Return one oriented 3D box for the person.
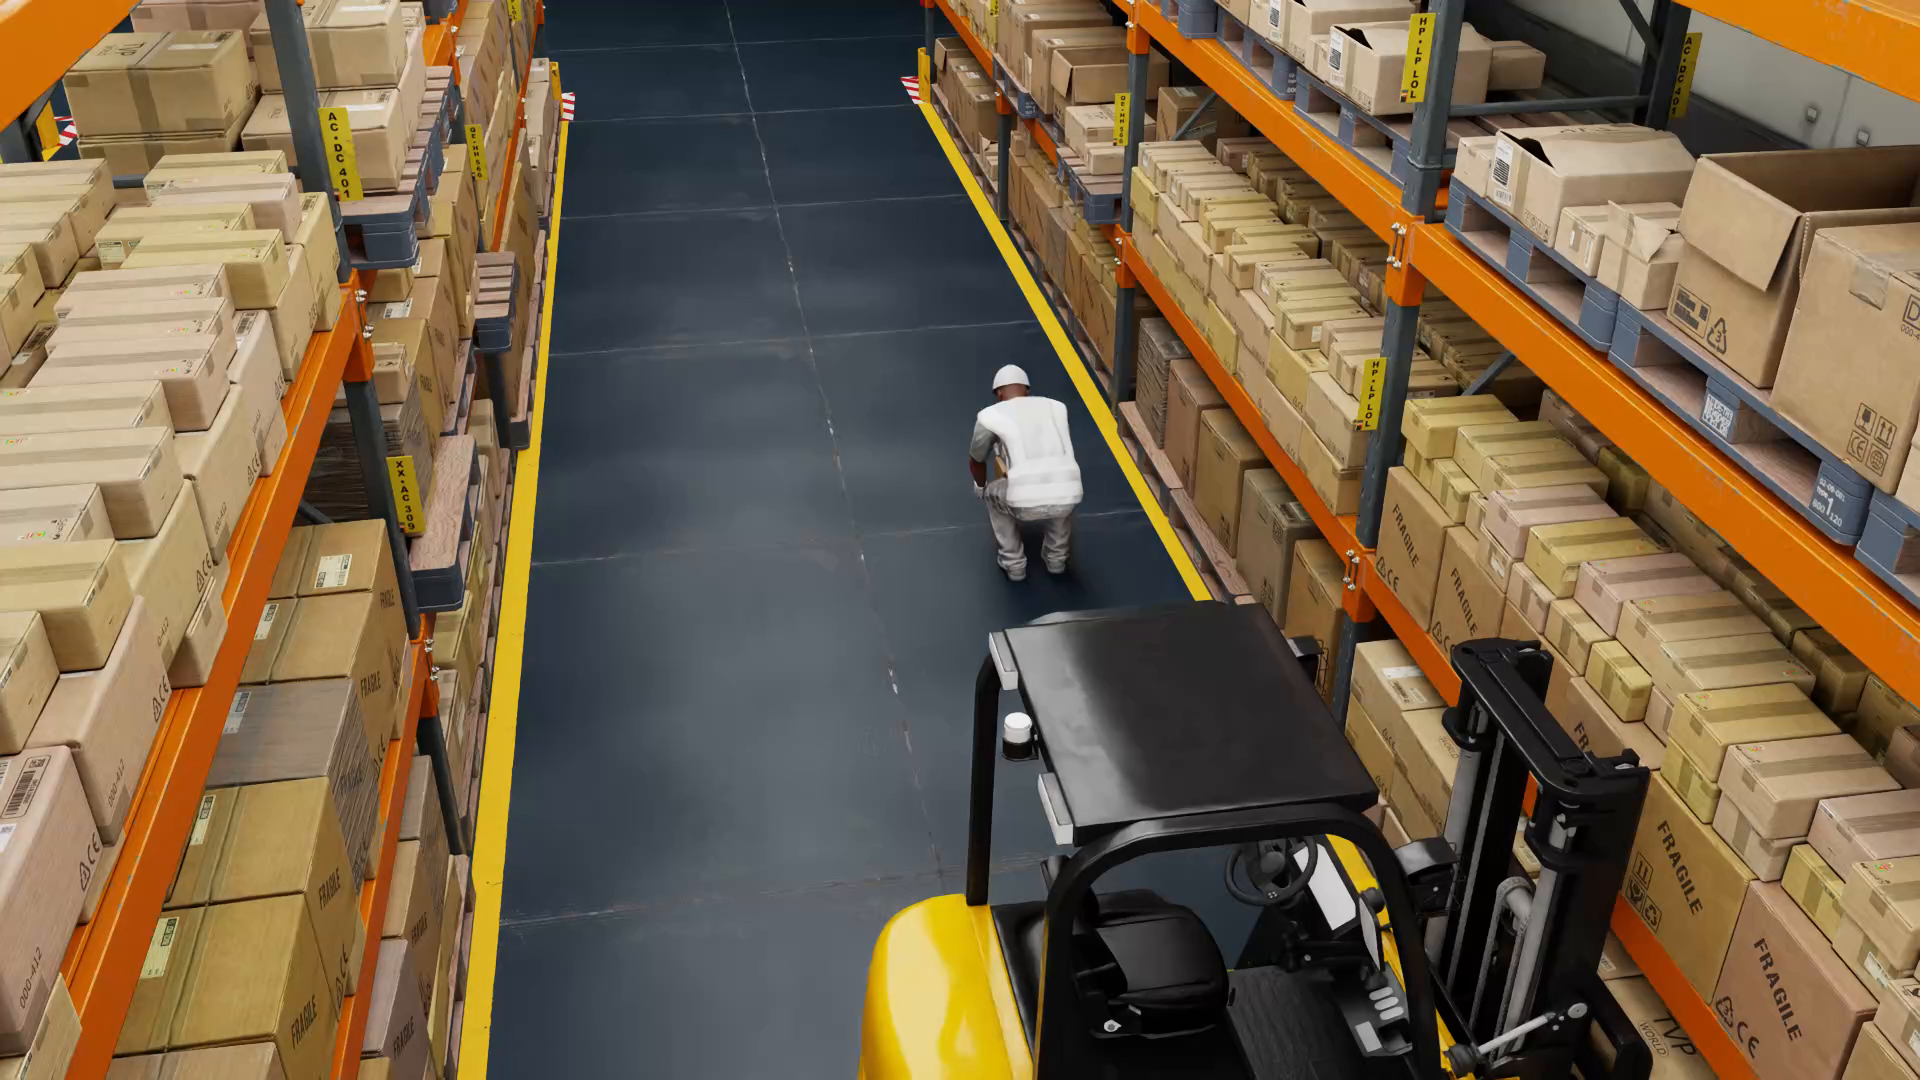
[{"bbox_3d":[0.367,-0.353,9.410,0.581,1.090,0.878,-5,31,-9],"label":"person"}]
